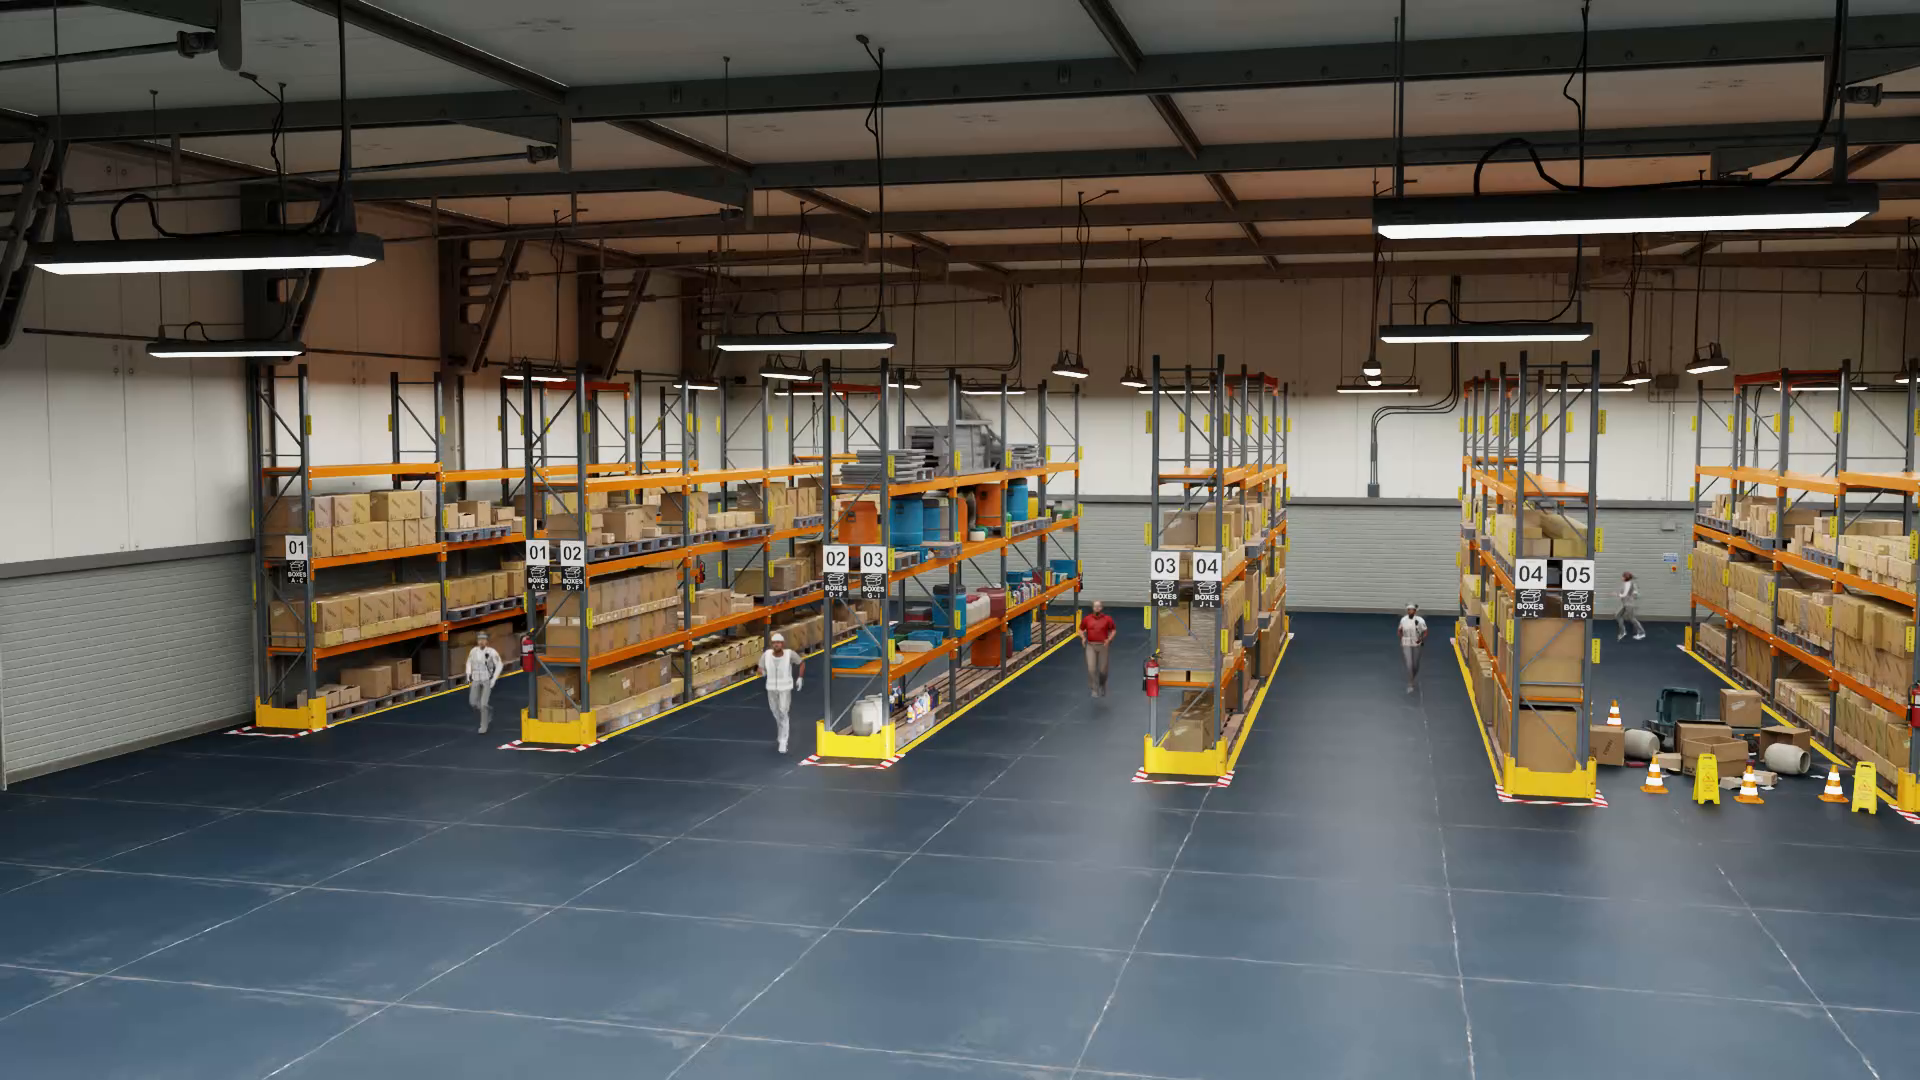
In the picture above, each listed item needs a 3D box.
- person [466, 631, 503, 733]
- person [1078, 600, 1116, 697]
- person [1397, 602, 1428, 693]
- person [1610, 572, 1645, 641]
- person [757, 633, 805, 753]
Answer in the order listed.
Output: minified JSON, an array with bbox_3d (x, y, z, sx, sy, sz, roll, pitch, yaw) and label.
[{"bbox_3d":[-7.814,2.312,27.229,0.652,1.660,0.502,1,4,10],"label":"person"},{"bbox_3d":[2.380,1.904,28.935,0.664,1.710,0.595,0,4,7],"label":"person"},{"bbox_3d":[8.553,2.009,31.435,0.576,1.696,0.726,1,4,19],"label":"person"},{"bbox_3d":[15.497,1.543,38.580,0.783,1.638,0.498,1,4,16],"label":"person"},{"bbox_3d":[-2.799,2.340,25.798,0.706,1.814,0.882,1,4,12],"label":"person"}]
